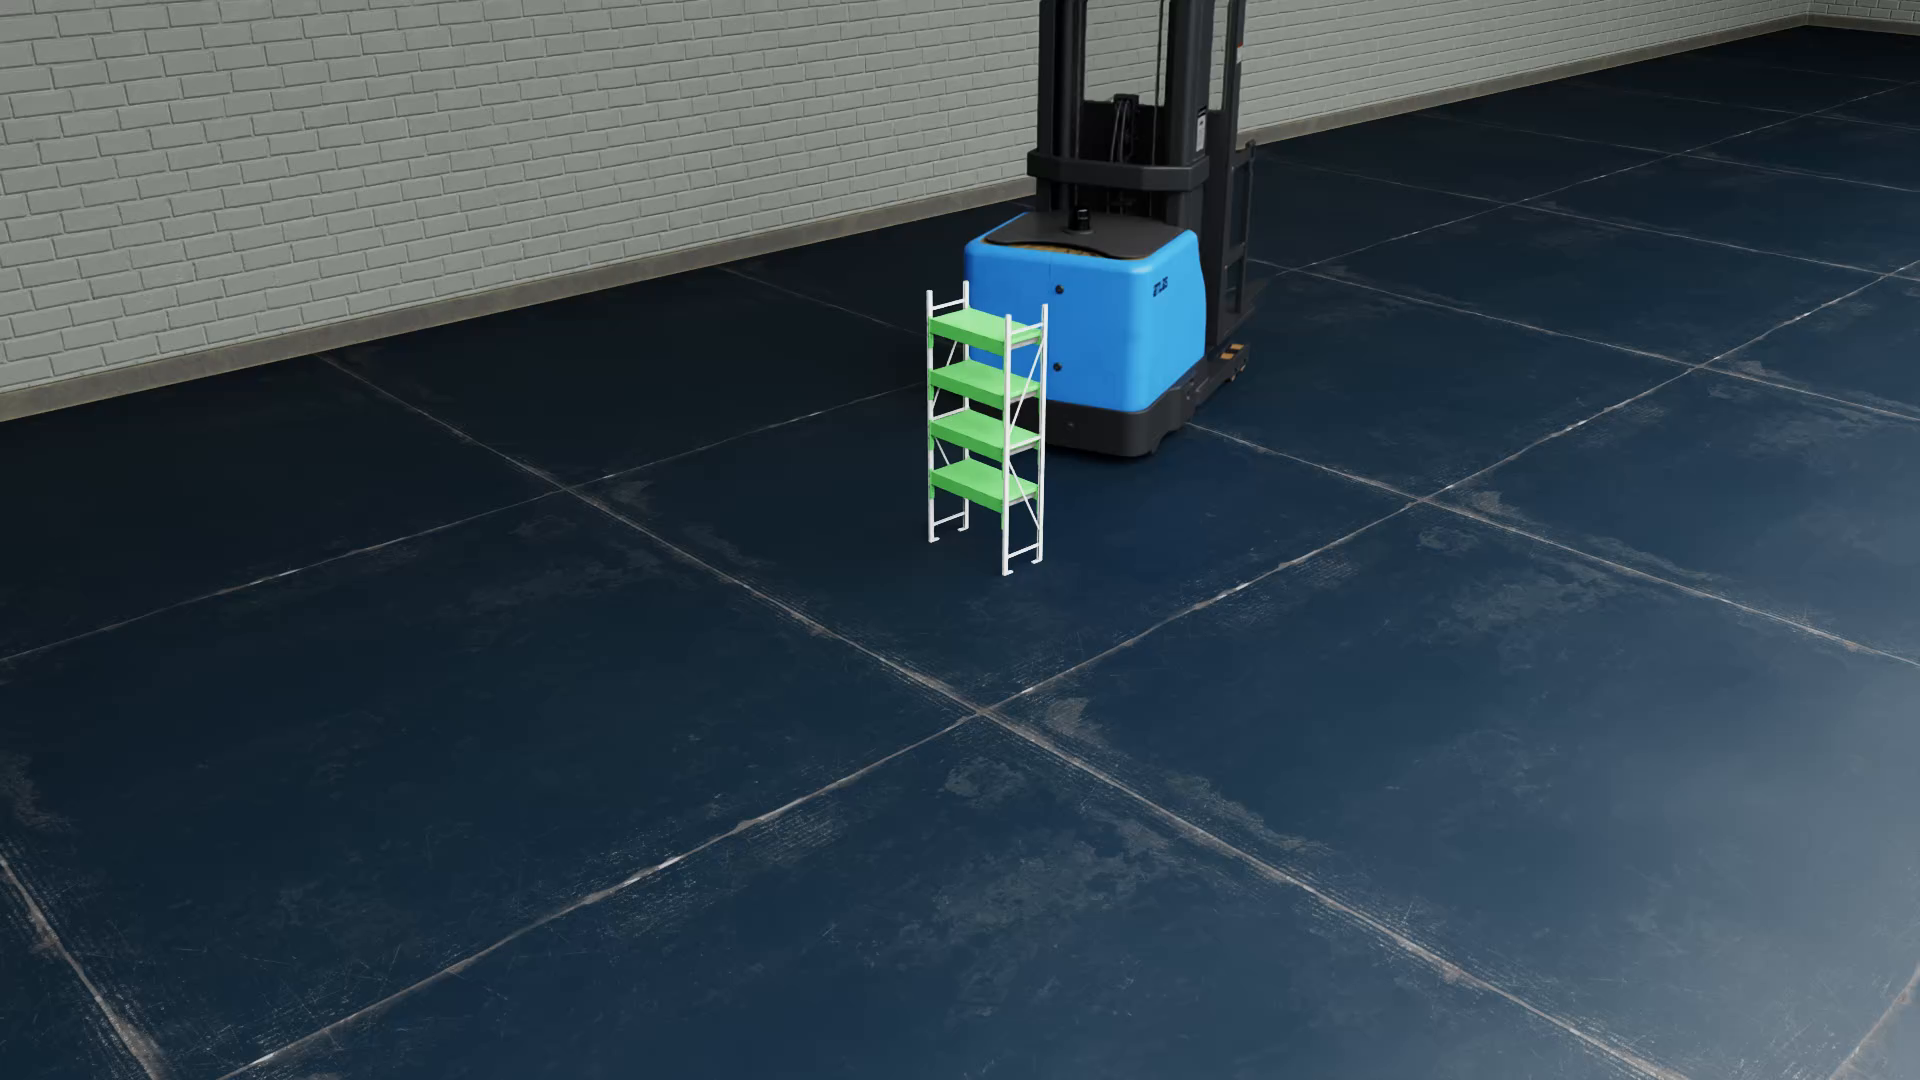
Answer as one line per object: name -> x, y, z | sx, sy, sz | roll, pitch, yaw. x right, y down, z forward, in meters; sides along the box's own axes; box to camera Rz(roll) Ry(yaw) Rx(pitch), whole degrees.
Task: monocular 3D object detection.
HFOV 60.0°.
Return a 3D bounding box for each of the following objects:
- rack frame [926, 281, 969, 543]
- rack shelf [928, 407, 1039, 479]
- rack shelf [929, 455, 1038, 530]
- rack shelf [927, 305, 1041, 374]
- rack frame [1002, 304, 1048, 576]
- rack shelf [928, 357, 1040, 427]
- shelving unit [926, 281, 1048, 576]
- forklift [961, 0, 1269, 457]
rack frame -> -0.054, -0.570, 7.553 | 0.240, 1.200, 0.015 | -21, 32, -38
rack shelf -> 0.113, -0.438, 7.418 | 0.258, 0.148, 0.480 | -21, 32, -38
rack shelf -> 0.113, -0.219, 7.517 | 0.258, 0.148, 0.480 | -21, 32, -38
rack shelf -> 0.113, -0.874, 7.218 | 0.258, 0.148, 0.480 | -21, 32, -38
rack frame -> 0.280, -0.422, 7.229 | 0.240, 1.200, 0.015 | -21, 32, -38
rack shelf -> 0.113, -0.656, 7.318 | 0.258, 0.148, 0.480 | -21, 32, -38
shelving unit -> 0.113, -0.496, 7.391 | 0.258, 1.200, 0.503 | -21, 32, -38
forklift -> 1.089, -2.339, 9.345 | 1.130, 2.935, 3.031 | 11, 27, 23
